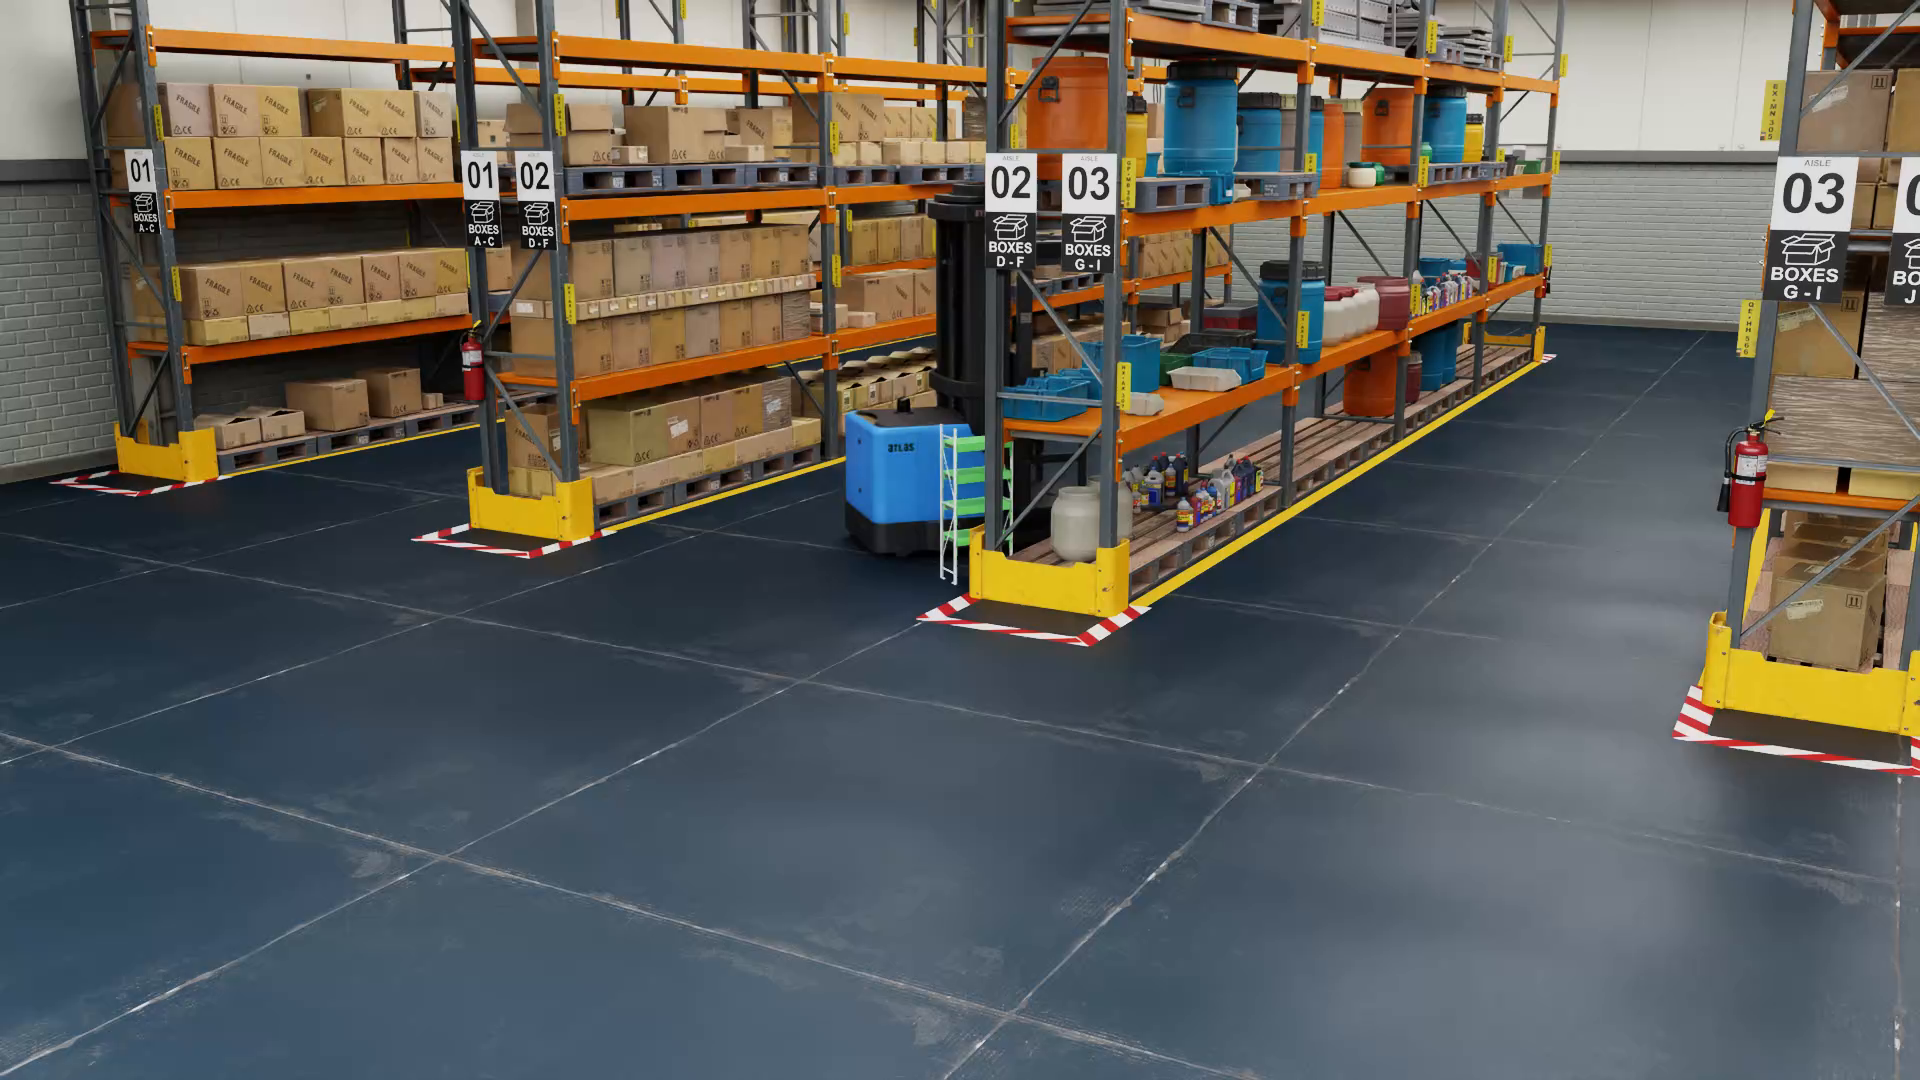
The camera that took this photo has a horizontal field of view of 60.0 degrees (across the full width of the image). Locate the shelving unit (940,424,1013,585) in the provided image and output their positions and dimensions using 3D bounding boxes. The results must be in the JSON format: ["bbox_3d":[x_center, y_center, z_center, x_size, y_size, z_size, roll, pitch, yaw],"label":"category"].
[{"bbox_3d":[0.127,-0.296,12.701,0.503,1.200,0.258,-7,15,-27],"label":"shelving unit"}]

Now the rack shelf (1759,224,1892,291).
[{"bbox_3d":[5.948,-1.943,10.828,1.077,0.370,4.000,7,15,28],"label":"rack shelf"}]

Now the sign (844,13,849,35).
[{"bbox_3d":[-1.745,-7.920,25.522,0.100,0.325,0.005,7,15,28],"label":"sign"}]

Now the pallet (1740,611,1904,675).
[{"bbox_3d":[5.442,0.753,10.459,1.003,0.211,1.213,7,15,28],"label":"pallet"}]

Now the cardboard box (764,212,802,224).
[{"bbox_3d":[-2.730,-4.804,25.070,0.500,0.250,0.500,8,16,29],"label":"cardboard box"}]

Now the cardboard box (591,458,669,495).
[{"bbox_3d":[-2.996,-0.603,15.104,0.500,0.250,0.500,7,15,28],"label":"cardboard box"}]

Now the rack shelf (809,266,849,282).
[{"bbox_3d":[-3.193,-3.810,24.971,1.077,0.370,4.000,7,15,28],"label":"rack shelf"}]

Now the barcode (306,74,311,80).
[{"bbox_3d":[-7.142,-5.074,18.226,0.001,0.075,0.075,7,15,28],"label":"barcode"}]

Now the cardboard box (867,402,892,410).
[{"bbox_3d":[-1.095,-1.395,18.390,0.500,0.250,0.500,8,16,29],"label":"cardboard box"}]

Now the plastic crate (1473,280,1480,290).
[{"bbox_3d":[6.797,-3.428,22.286,0.396,0.136,0.243,7,15,28],"label":"plastic crate"}]

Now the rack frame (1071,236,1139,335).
[{"bbox_3d":[2.112,-4.009,24.264,1.000,3.000,0.127,7,15,28],"label":"rack frame"}]

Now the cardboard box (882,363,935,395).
[{"bbox_3d":[-0.595,-1.880,19.207,0.500,0.311,0.500,8,16,30],"label":"cardboard box"}]

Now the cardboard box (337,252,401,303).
[{"bbox_3d":[-6.540,-2.893,18.310,0.500,0.500,0.500,7,15,26],"label":"cardboard box"}]

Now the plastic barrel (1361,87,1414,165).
[{"bbox_3d":[4.790,-4.614,18.560,0.600,0.830,0.708,7,15,28],"label":"plastic barrel"}]

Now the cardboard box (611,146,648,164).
[{"bbox_3d":[-2.966,-3.377,14.583,0.380,0.149,0.250,7,15,28],"label":"cardboard box"}]

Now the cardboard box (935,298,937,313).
[{"bbox_3d":[-0.389,-2.799,19.778,0.380,0.149,0.250,9,16,32],"label":"cardboard box"}]

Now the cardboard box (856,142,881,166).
[{"bbox_3d":[-1.186,-4.196,18.061,0.500,0.250,0.500,6,15,23],"label":"cardboard box"}]

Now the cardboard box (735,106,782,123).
[{"bbox_3d":[-3.020,-6.374,24.922,0.500,0.250,0.500,7,15,26],"label":"cardboard box"}]

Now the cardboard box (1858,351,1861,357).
[{"bbox_3d":[5.687,-0.941,10.689,0.875,0.500,0.500,7,15,28],"label":"cardboard box"}]

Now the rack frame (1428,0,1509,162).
[{"bbox_3d":[6.447,-6.364,21.230,1.000,3.000,0.127,7,15,28],"label":"rack frame"}]

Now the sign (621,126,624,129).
[{"bbox_3d":[-4.642,-5.562,23.031,0.100,0.325,0.005,7,15,28],"label":"sign"}]

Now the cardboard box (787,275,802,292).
[{"bbox_3d":[-1.820,-2.601,16.827,0.380,0.149,0.250,7,15,27],"label":"cardboard box"}]

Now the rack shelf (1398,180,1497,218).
[{"bbox_3d":[5.480,-4.146,19.964,1.077,0.370,4.000,7,15,28],"label":"rack shelf"}]

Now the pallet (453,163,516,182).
[{"bbox_3d":[-5.702,-4.410,19.927,1.213,0.211,1.003,7,15,28],"label":"pallet"}]

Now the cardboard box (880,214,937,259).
[{"bbox_3d":[-0.872,-5.280,28.895,0.980,0.700,0.700,7,15,28],"label":"cardboard box"}]

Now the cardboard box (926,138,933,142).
[{"bbox_3d":[-0.665,-6.741,28.406,0.500,0.250,0.500,7,15,26],"label":"cardboard box"}]

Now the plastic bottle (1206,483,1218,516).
[{"bbox_3d":[2.107,-0.342,13.935,0.097,0.271,0.097,0,14,0],"label":"plastic bottle"}]

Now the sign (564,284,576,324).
[{"bbox_3d":[-3.206,-1.943,13.675,0.100,0.325,0.005,7,15,28],"label":"sign"}]

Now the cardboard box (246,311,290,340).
[{"bbox_3d":[-7.275,-2.217,17.107,0.500,0.250,0.500,7,15,26],"label":"cardboard box"}]

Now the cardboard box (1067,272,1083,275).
[{"bbox_3d":[1.312,-3.893,22.671,0.700,0.500,0.500,3,14,14],"label":"cardboard box"}]

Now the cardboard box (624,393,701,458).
[{"bbox_3d":[-2.764,-1.071,15.447,0.500,0.500,0.500,7,15,28],"label":"cardboard box"}]

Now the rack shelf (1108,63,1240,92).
[{"bbox_3d":[3.079,-6.985,25.348,1.077,0.370,4.000,7,15,28],"label":"rack shelf"}]

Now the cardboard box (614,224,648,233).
[{"bbox_3d":[-4.443,-4.185,22.457,0.380,0.149,0.250,5,14,19],"label":"cardboard box"}]

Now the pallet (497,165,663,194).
[{"bbox_3d":[-3.324,-3.105,14.300,1.003,0.211,1.213,7,15,28],"label":"pallet"}]

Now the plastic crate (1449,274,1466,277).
[{"bbox_3d":[6.752,-3.603,23.037,0.437,0.125,0.590,7,15,28],"label":"plastic crate"}]

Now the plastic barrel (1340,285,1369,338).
[{"bbox_3d":[3.999,-2.359,17.182,0.421,0.512,0.421,0,14,0],"label":"plastic barrel"}]

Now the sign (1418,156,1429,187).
[{"bbox_3d":[4.998,-3.973,17.937,0.100,0.325,0.005,7,15,28],"label":"sign"}]

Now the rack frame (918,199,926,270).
[{"bbox_3d":[-0.292,-5.390,29.993,1.000,3.000,0.127,7,15,28],"label":"rack frame"}]

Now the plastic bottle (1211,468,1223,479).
[{"bbox_3d":[2.286,-0.503,14.594,0.152,0.276,0.135,7,15,28],"label":"plastic bottle"}]

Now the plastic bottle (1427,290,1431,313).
[{"bbox_3d":[5.485,-2.807,19.550,0.097,0.271,0.097,0,14,0],"label":"plastic bottle"}]

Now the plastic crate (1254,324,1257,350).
[{"bbox_3d":[2.840,-2.060,16.212,0.392,0.384,0.575,7,15,28],"label":"plastic crate"}]

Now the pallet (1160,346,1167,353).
[{"bbox_3d":[2.445,-2.794,25.175,1.003,0.211,1.213,7,15,28],"label":"pallet"}]

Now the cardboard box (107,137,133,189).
[{"bbox_3d":[-8.047,-3.739,16.485,0.500,0.500,0.500,9,16,32],"label":"cardboard box"}]

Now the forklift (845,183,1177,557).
[{"bbox_3d":[0.601,-1.470,13.875,3.031,2.935,1.130,-4,14,-17],"label":"forklift"}]

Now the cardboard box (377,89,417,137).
[{"bbox_3d":[-6.355,-4.683,18.270,0.500,0.500,0.500,8,16,31],"label":"cardboard box"}]

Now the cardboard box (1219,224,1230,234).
[{"bbox_3d":[4.071,-5.242,27.031,0.500,0.500,0.500,7,15,28],"label":"cardboard box"}]

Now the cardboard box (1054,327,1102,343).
[{"bbox_3d":[1.635,-2.671,23.107,0.500,0.500,0.500,8,16,29],"label":"cardboard box"}]

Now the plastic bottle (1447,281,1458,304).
[{"bbox_3d":[6.119,-3.091,20.720,0.152,0.276,0.135,7,15,28],"label":"plastic bottle"}]

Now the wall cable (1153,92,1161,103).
[{"bbox_3d":[2.755,-7.917,34.299,3.097,2.526,0.112,7,15,28],"label":"wall cable"}]

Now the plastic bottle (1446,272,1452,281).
[{"bbox_3d":[6.162,-3.214,21.070,0.144,0.351,0.185,7,15,28],"label":"plastic bottle"}]

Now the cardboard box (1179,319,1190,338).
[{"bbox_3d":[3.513,-3.376,26.566,0.500,0.250,0.500,7,15,28],"label":"cardboard box"}]

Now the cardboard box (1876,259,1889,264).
[{"bbox_3d":[6.698,-1.698,11.695,0.500,0.500,0.500,7,15,28],"label":"cardboard box"}]

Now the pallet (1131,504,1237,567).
[{"bbox_3d":[1.629,-0.066,13.858,1.003,0.211,1.213,7,15,28],"label":"pallet"}]

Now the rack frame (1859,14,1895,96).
[{"bbox_3d":[10.782,-5.803,18.902,1.000,3.000,0.127,7,15,28],"label":"rack frame"}]

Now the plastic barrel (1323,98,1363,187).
[{"bbox_3d":[3.926,-4.185,17.522,0.600,0.901,0.600,0,14,0],"label":"plastic barrel"}]

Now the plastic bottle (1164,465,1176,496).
[{"bbox_3d":[1.861,-0.532,14.721,0.097,0.271,0.097,0,14,0],"label":"plastic bottle"}]

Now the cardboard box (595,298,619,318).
[{"bbox_3d":[-3.185,-2.022,14.423,0.380,0.149,0.250,7,15,27],"label":"cardboard box"}]
